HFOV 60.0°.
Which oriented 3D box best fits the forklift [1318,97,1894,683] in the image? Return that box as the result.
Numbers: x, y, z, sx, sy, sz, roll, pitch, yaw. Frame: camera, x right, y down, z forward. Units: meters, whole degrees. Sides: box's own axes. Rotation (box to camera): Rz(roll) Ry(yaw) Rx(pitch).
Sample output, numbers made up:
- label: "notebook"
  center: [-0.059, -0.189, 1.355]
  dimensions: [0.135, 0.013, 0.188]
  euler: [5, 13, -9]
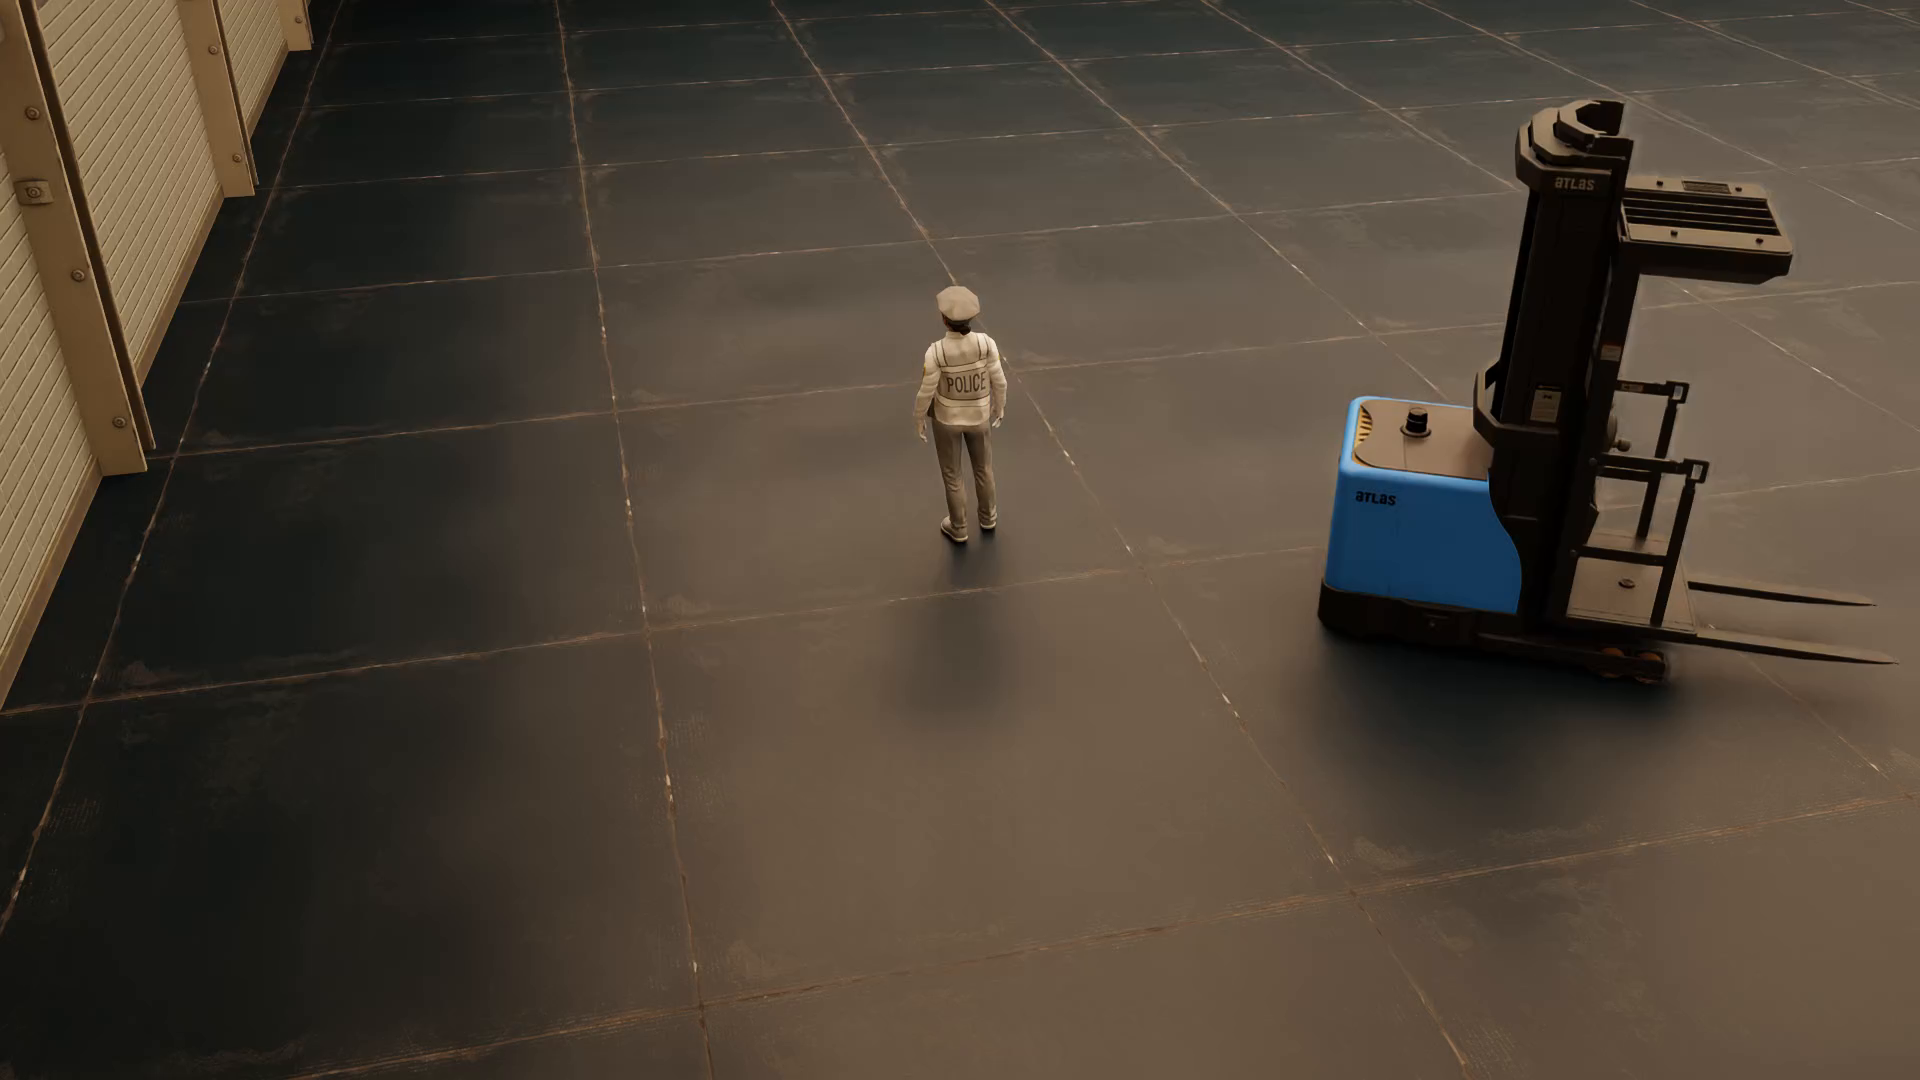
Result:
- label: "forklift"
  center: [3.639, -0.777, 8.917]
  dimensions: [3.031, 2.935, 1.130]
  euler: [8, 31, 13]

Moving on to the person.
- label: "person"
  center: [-0.009, -0.774, 10.131]
  dimensions: [0.586, 1.694, 0.530]
  euler: [-7, 31, -12]
